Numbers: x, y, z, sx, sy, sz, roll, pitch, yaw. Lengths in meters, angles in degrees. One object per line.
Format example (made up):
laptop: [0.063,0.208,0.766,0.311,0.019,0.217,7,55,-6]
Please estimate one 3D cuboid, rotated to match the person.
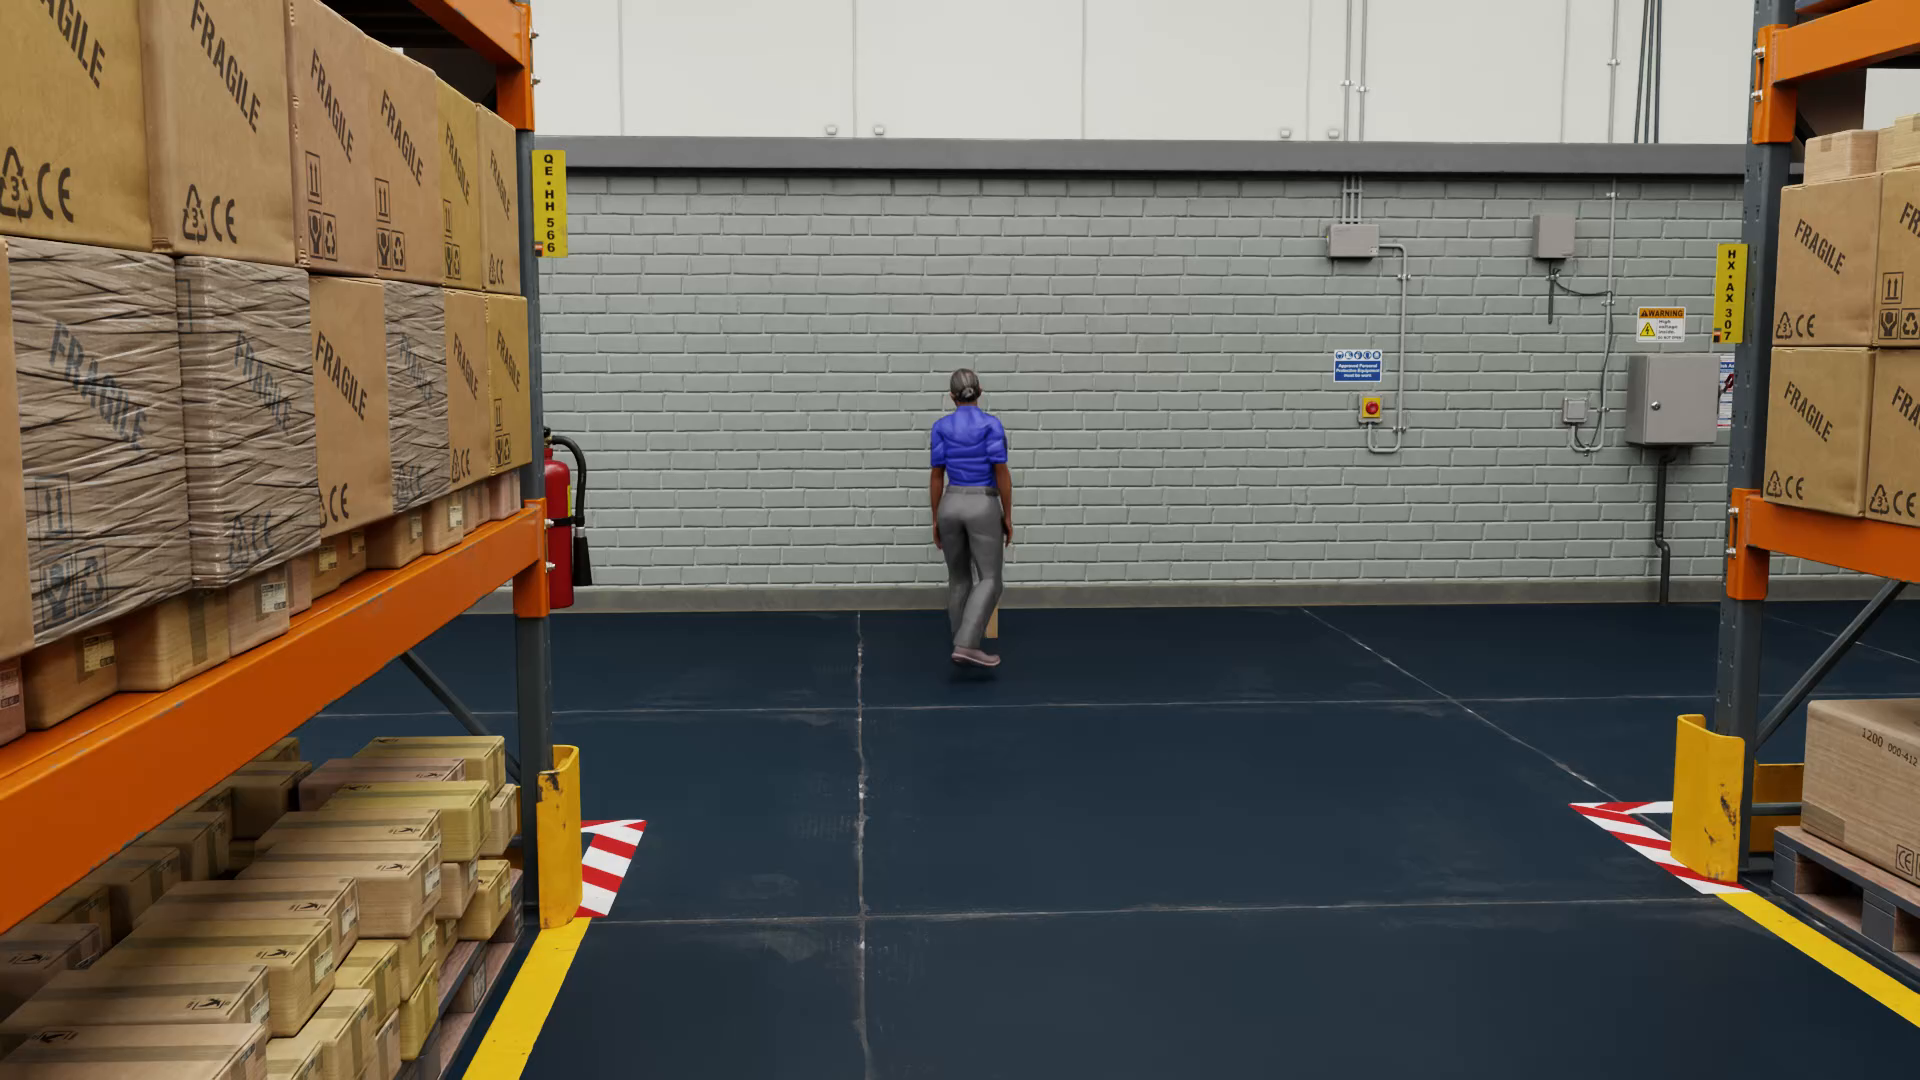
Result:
person: [0.041,-0.106,9.099,0.479,1.652,0.656,3,8,22]
